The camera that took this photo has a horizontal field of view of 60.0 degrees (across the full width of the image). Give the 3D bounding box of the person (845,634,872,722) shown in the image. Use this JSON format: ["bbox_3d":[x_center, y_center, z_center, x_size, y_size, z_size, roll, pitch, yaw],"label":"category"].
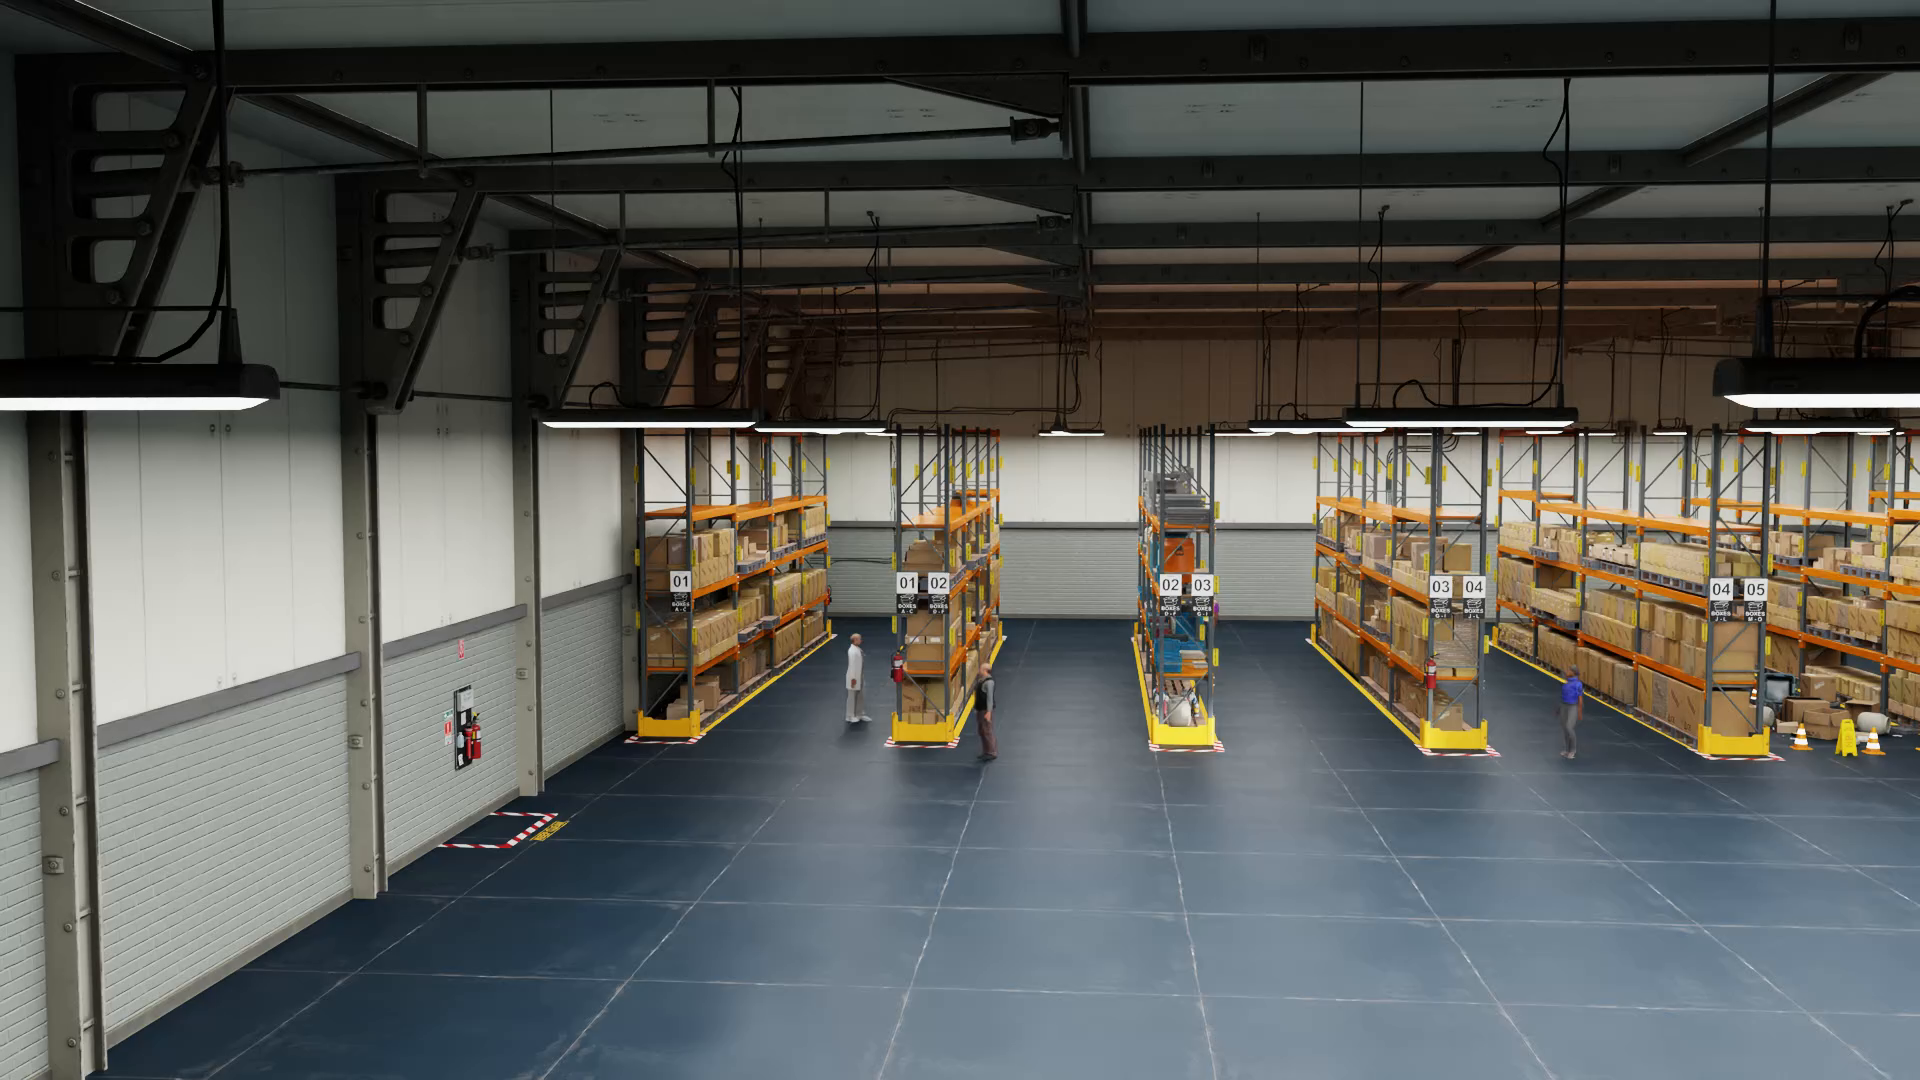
[{"bbox_3d":[-2.072,2.790,33.595,0.505,1.804,0.631,1,4,10],"label":"person"}]

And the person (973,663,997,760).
[{"bbox_3d":[0.446,3.065,29.643,0.394,1.757,0.645,-1,4,-19],"label":"person"}]

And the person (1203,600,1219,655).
[{"bbox_3d":[6.528,2.205,43.859,0.635,1.832,0.498,2,4,26],"label":"person"}]

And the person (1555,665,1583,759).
[{"bbox_3d":[10.932,3.098,29.876,0.464,1.715,0.524,-2,4,-35],"label":"person"}]
